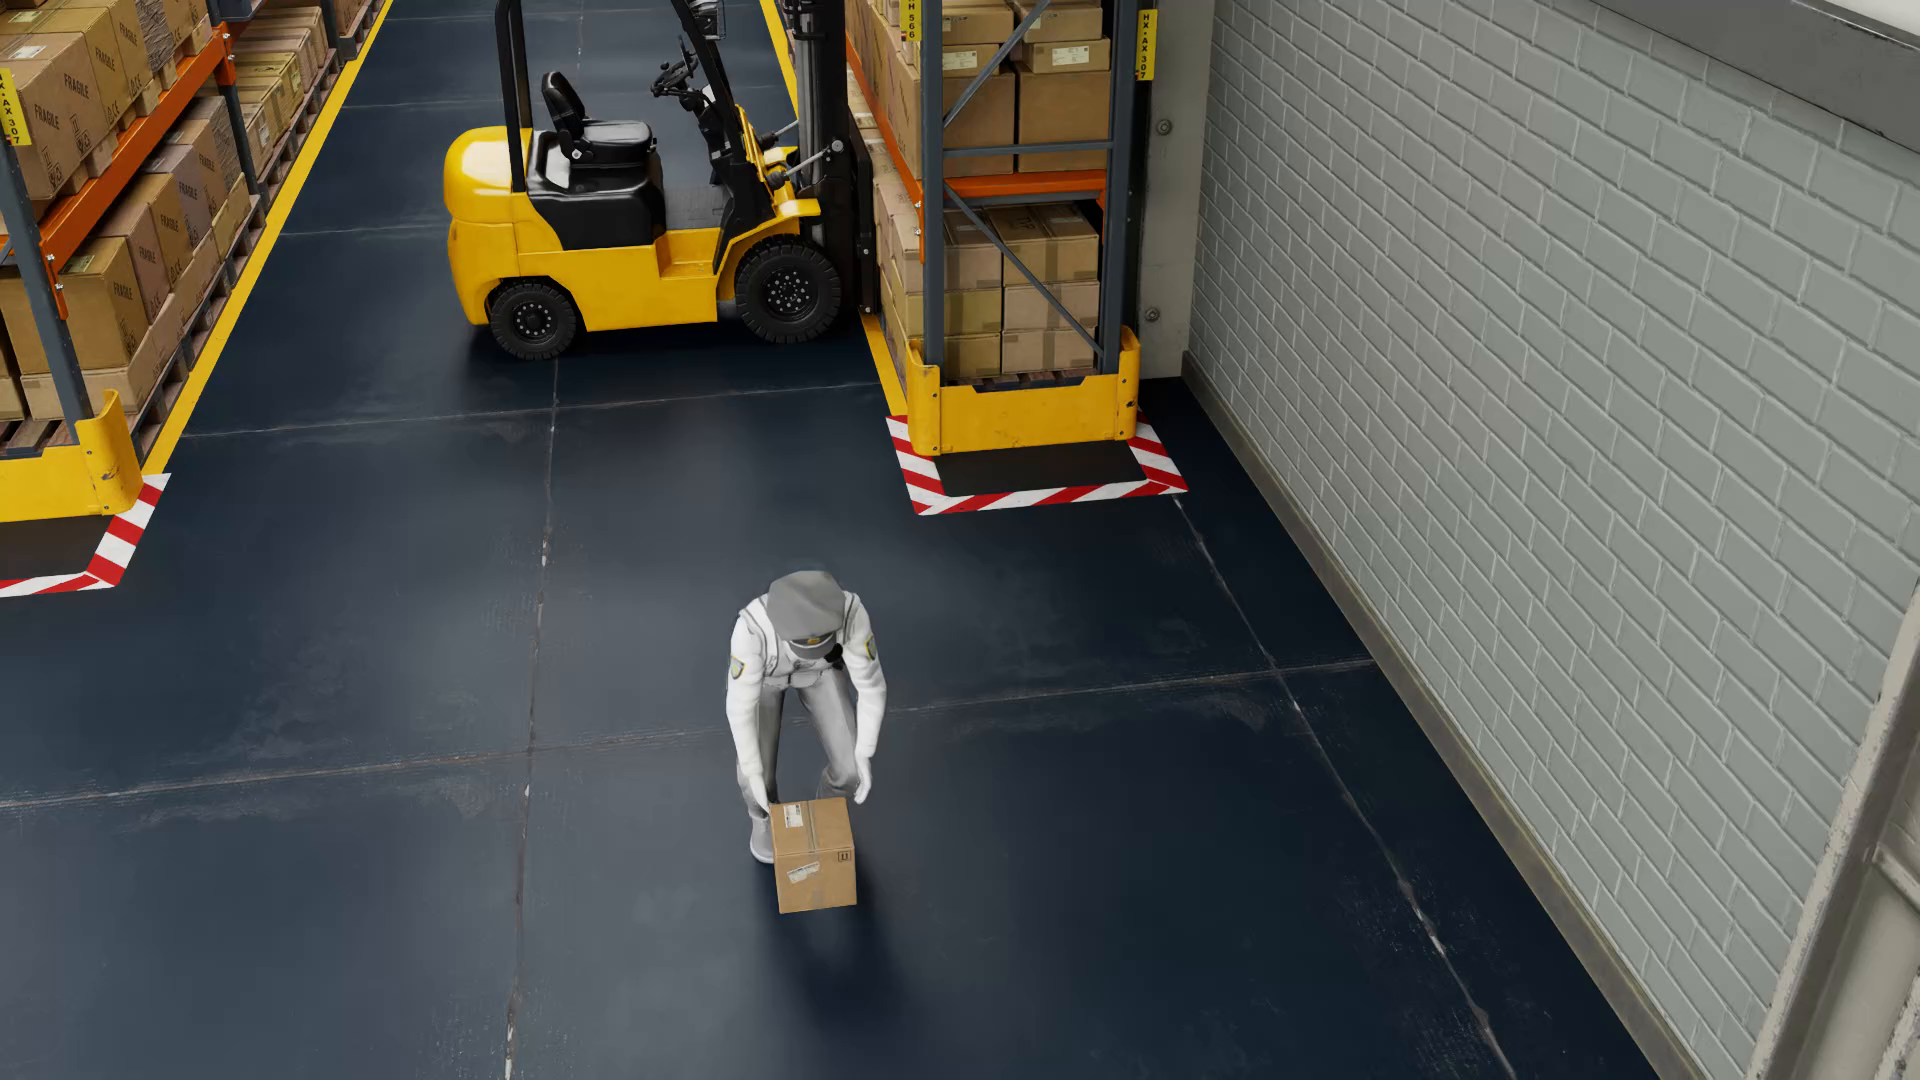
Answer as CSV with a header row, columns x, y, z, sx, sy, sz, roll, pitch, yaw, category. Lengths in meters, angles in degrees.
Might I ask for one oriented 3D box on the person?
x,y,z,sx,sy,sz,roll,pitch,yaw,category
-0.523,0.559,5.592,0.524,1.266,0.761,-5,31,-9,person
